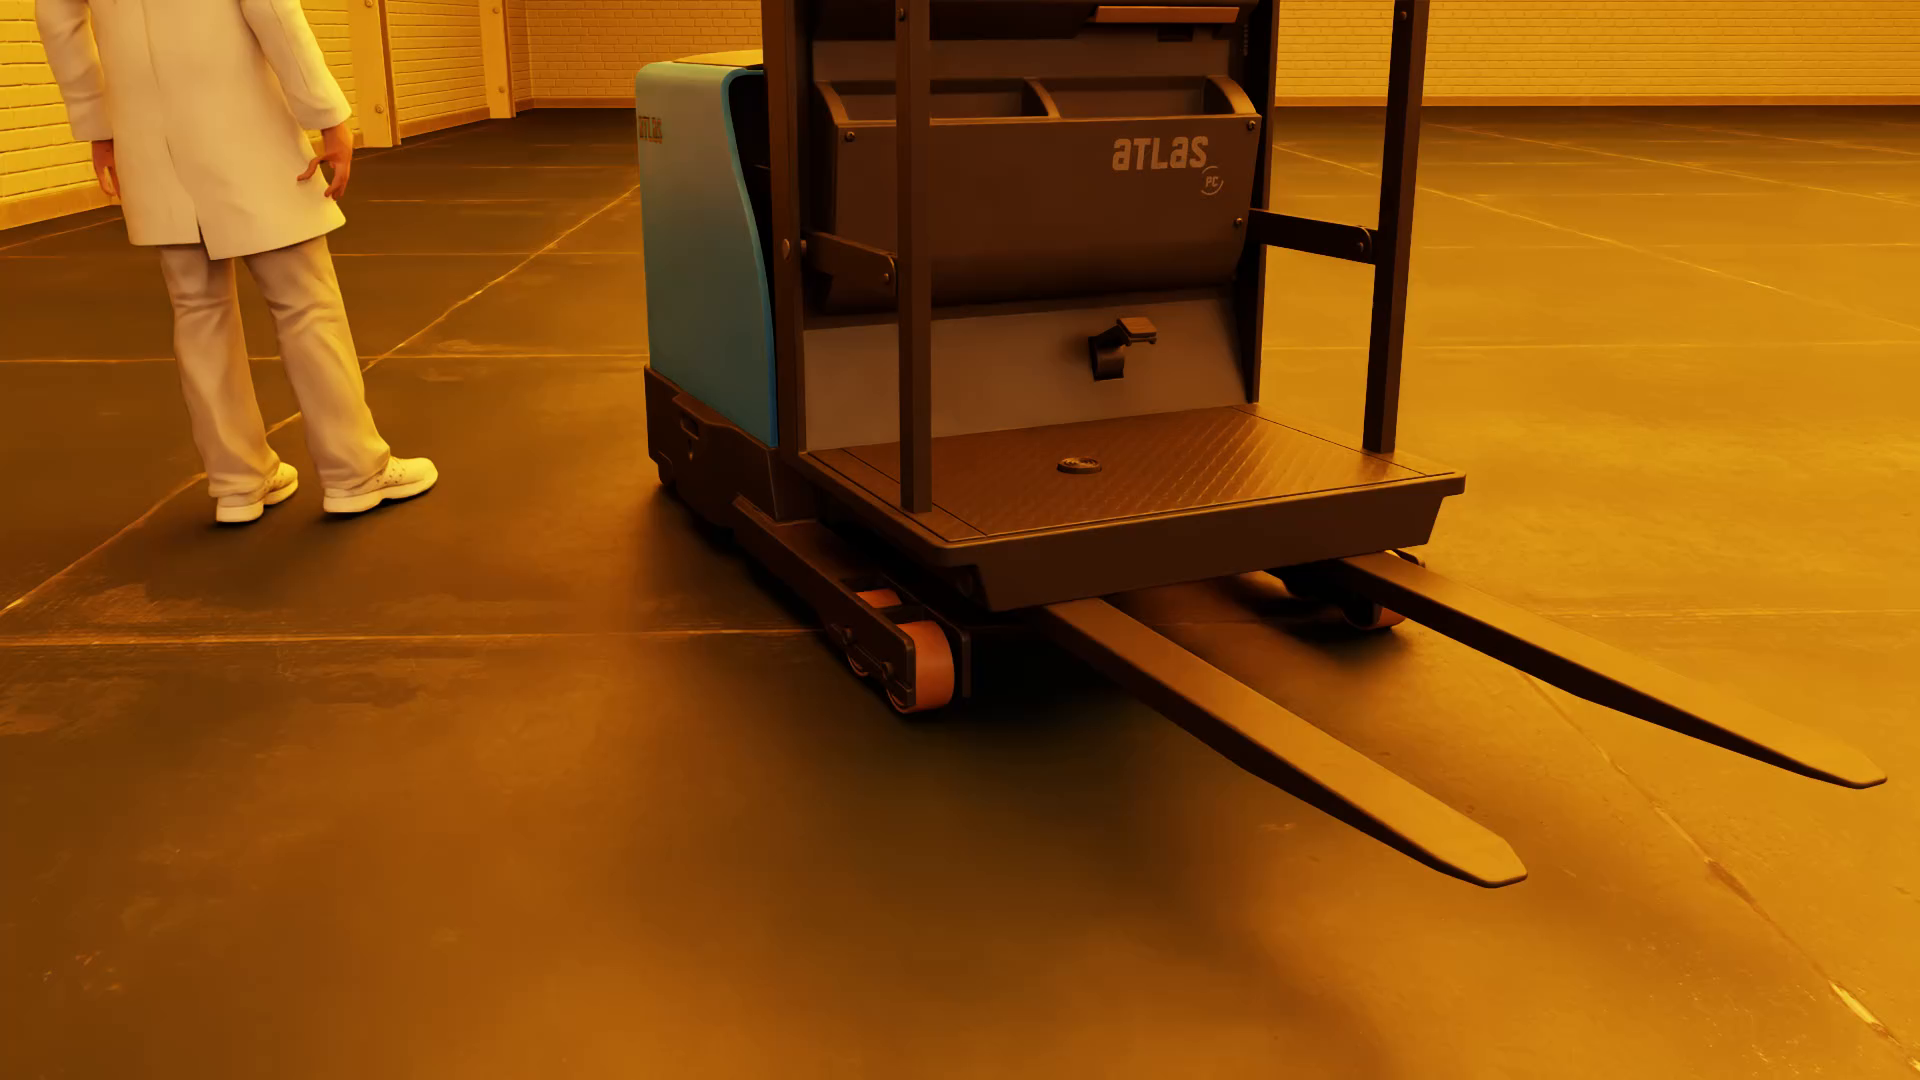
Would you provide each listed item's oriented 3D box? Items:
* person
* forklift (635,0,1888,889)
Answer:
[{"bbox_3d":[-1.721,-0.937,3.924,0.702,1.780,0.564,3,17,9],"label":"person"},{"bbox_3d":[0.258,-1.240,2.962,1.130,2.935,3.031,-8,19,-24],"label":"forklift"}]
